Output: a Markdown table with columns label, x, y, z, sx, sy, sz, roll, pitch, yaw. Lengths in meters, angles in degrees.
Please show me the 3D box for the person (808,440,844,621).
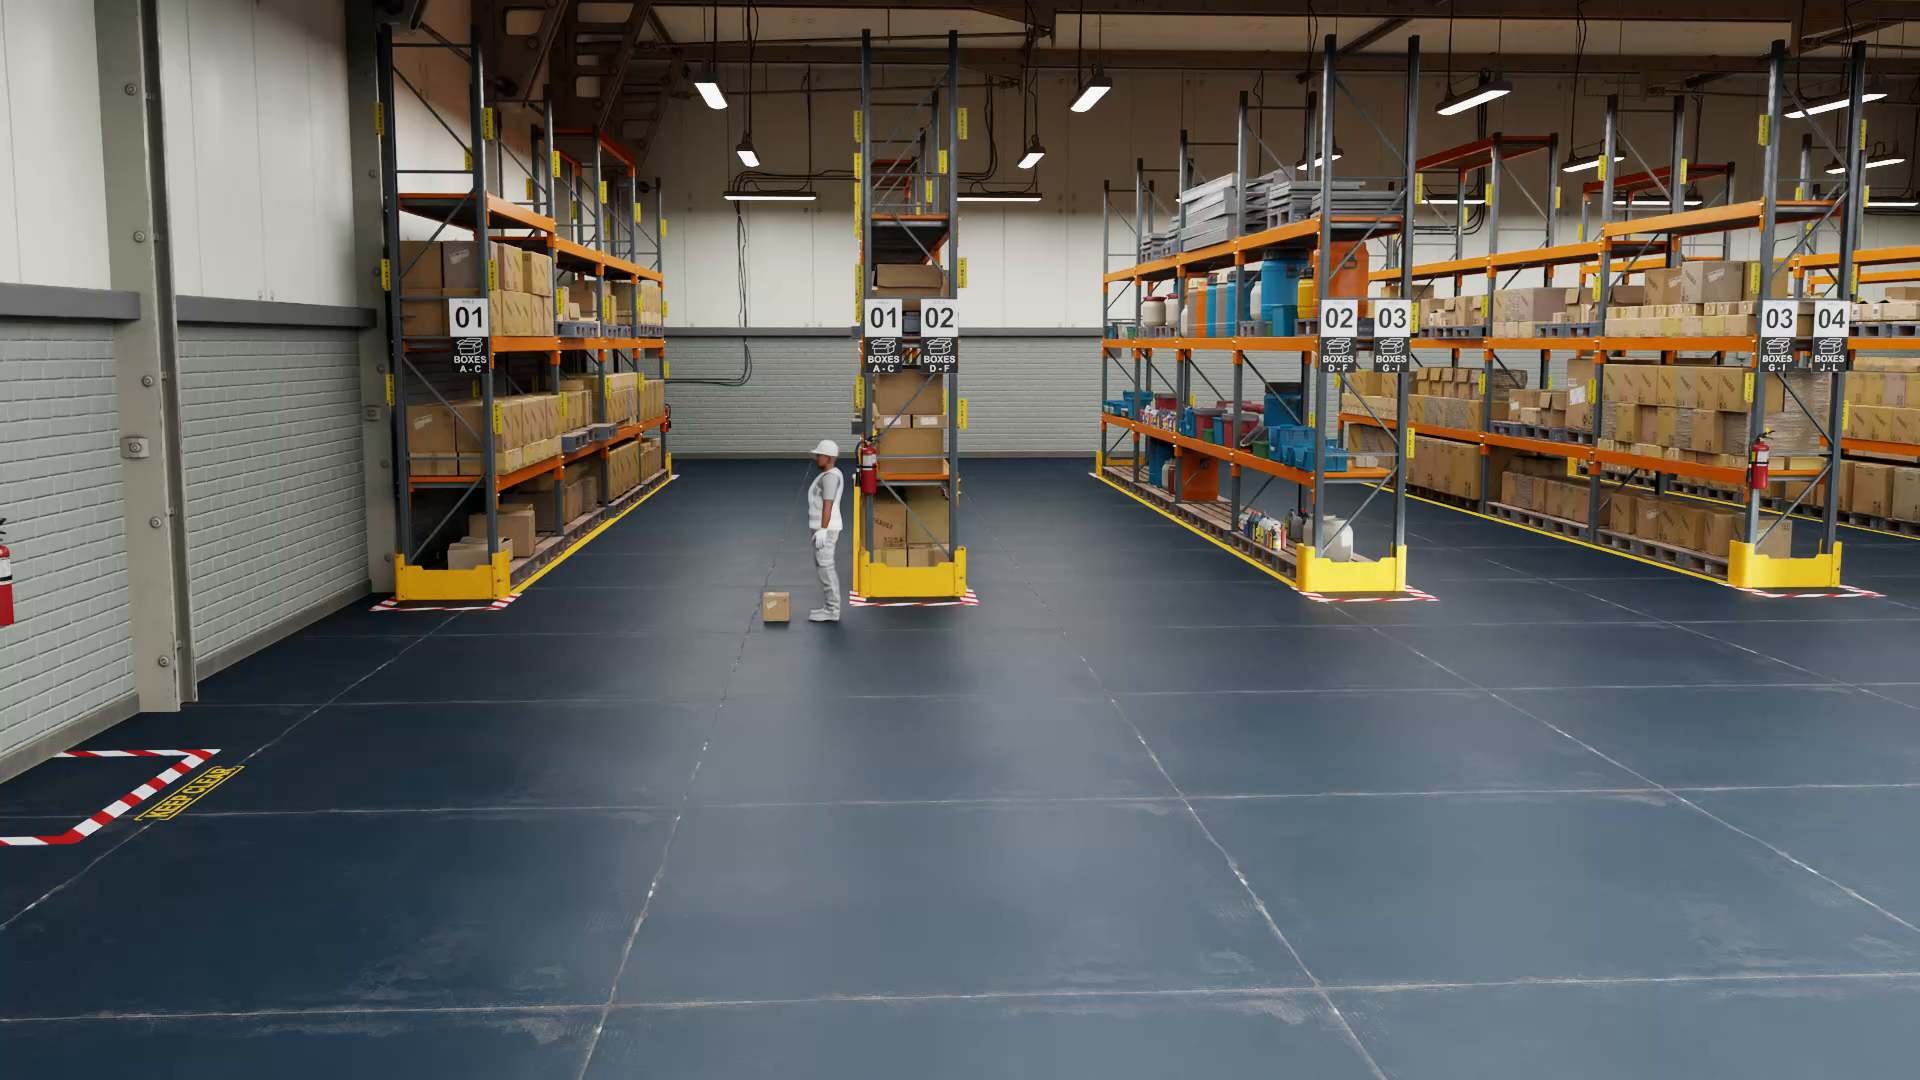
| label | x | y | z | sx | sy | sz | roll | pitch | yaw |
| --- | --- | --- | --- | --- | --- | --- | --- | --- | --- |
| person | -1.331 | -0.098 | 16.481 | 0.355 | 1.782 | 0.545 | 0 | 7 | -2 |
